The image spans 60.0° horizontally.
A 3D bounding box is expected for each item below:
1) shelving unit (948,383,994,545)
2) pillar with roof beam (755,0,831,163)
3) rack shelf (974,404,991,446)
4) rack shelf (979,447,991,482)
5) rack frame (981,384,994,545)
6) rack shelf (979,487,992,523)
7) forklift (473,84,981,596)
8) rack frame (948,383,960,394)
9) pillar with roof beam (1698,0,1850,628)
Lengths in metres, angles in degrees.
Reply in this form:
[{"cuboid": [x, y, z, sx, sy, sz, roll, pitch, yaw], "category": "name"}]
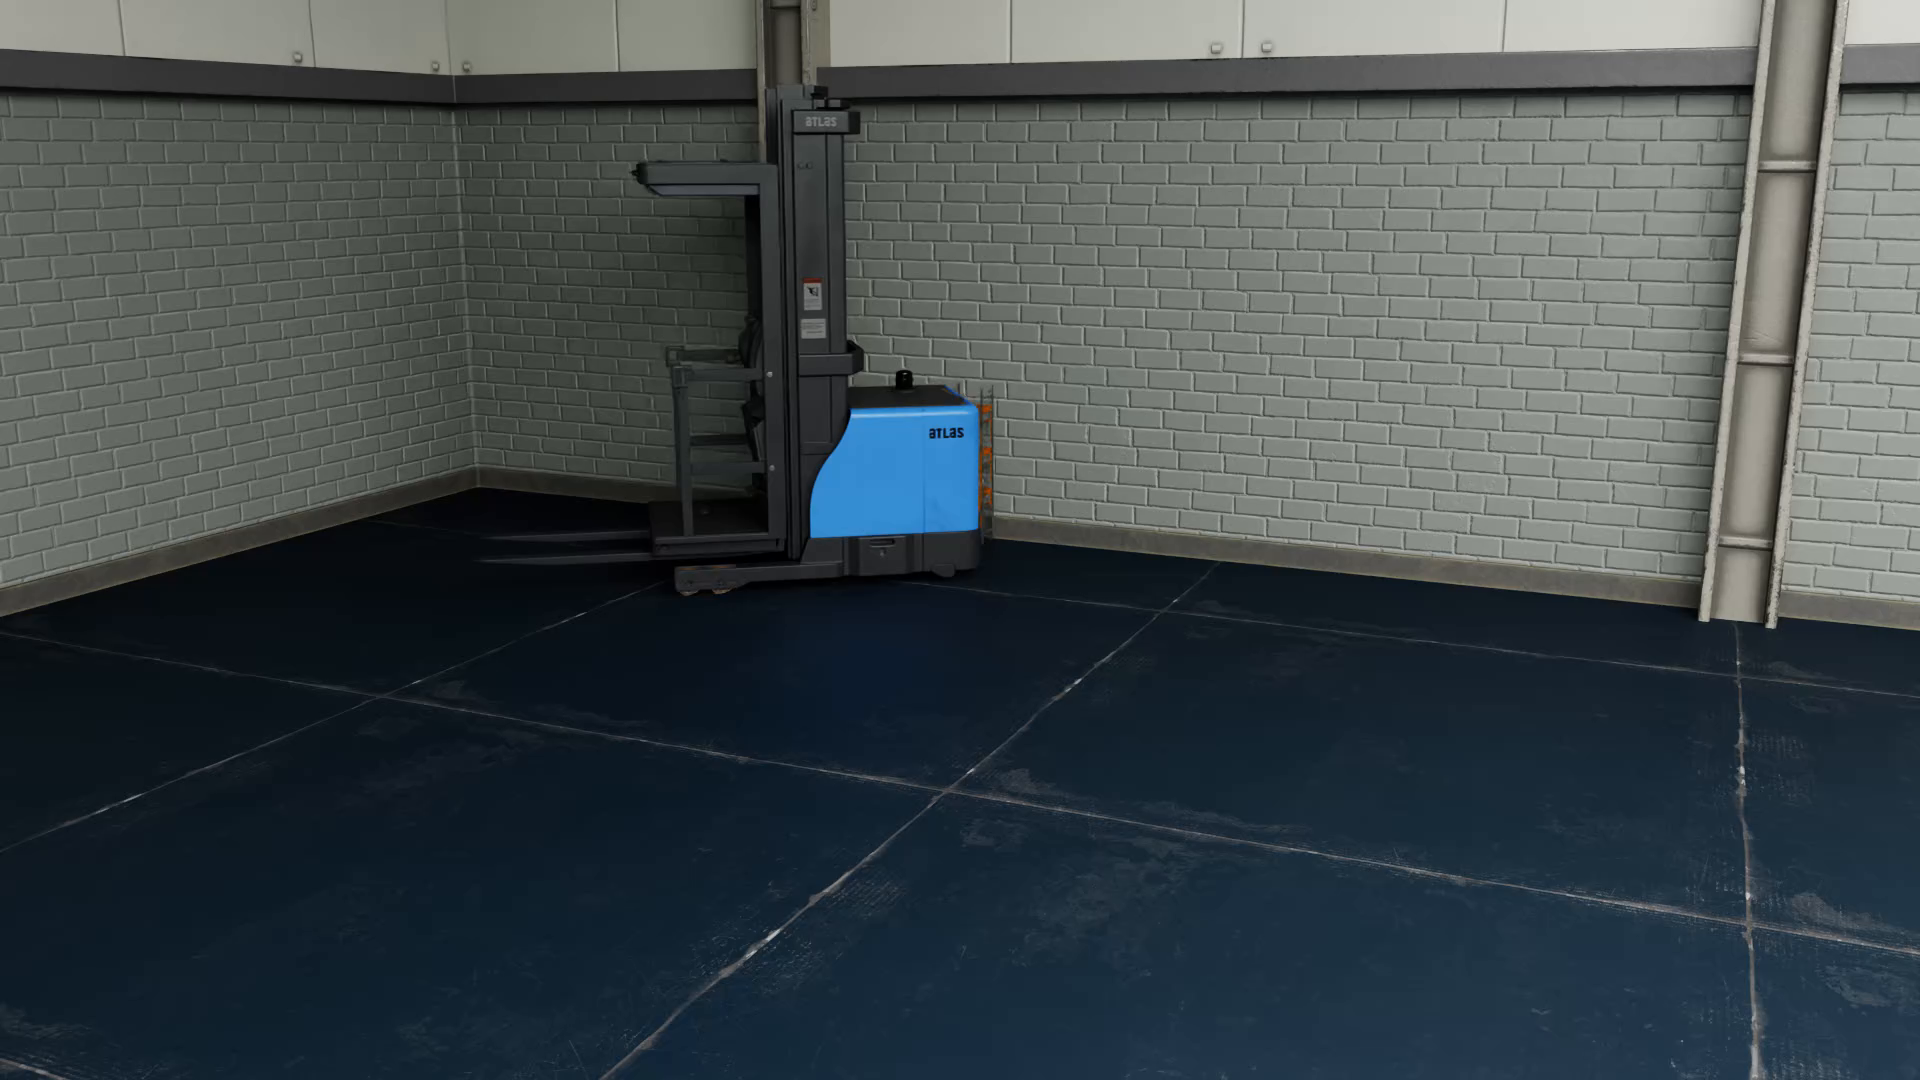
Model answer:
[{"cuboid": [0.069, -0.511, 11.123, 0.252, 1.050, 0.215, 5, 14, 23], "category": "shelving unit"}, {"cuboid": [-2.847, -3.599, 6.893, 0.400, 9.000, 9.100, 6, 14, 23], "category": "pillar with roof beam"}, {"cuboid": [0.068, -0.777, 11.061, 0.240, 0.259, 0.215, 5, 14, 23], "category": "rack shelf"}, {"cuboid": [0.070, -0.501, 11.125, 0.240, 0.259, 0.215, 5, 14, 23], "category": "rack shelf"}, {"cuboid": [0.182, -0.501, 11.076, 0.008, 1.050, 0.200, 5, 14, 23], "category": "rack frame"}, {"cuboid": [0.071, -0.230, 11.188, 0.240, 0.259, 0.215, 5, 14, 23], "category": "rack shelf"}, {"cuboid": [-1.441, -1.229, 10.077, 3.031, 2.935, 1.130, -3, 13, -11], "category": "forklift"}, {"cuboid": [-0.043, -0.521, 11.170, 0.008, 1.050, 0.200, 5, 14, 23], "category": "rack frame"}, {"cuboid": [2.639, -3.044, 4.527, 0.400, 9.000, 9.100, 6, 14, 23], "category": "pillar with roof beam"}]
